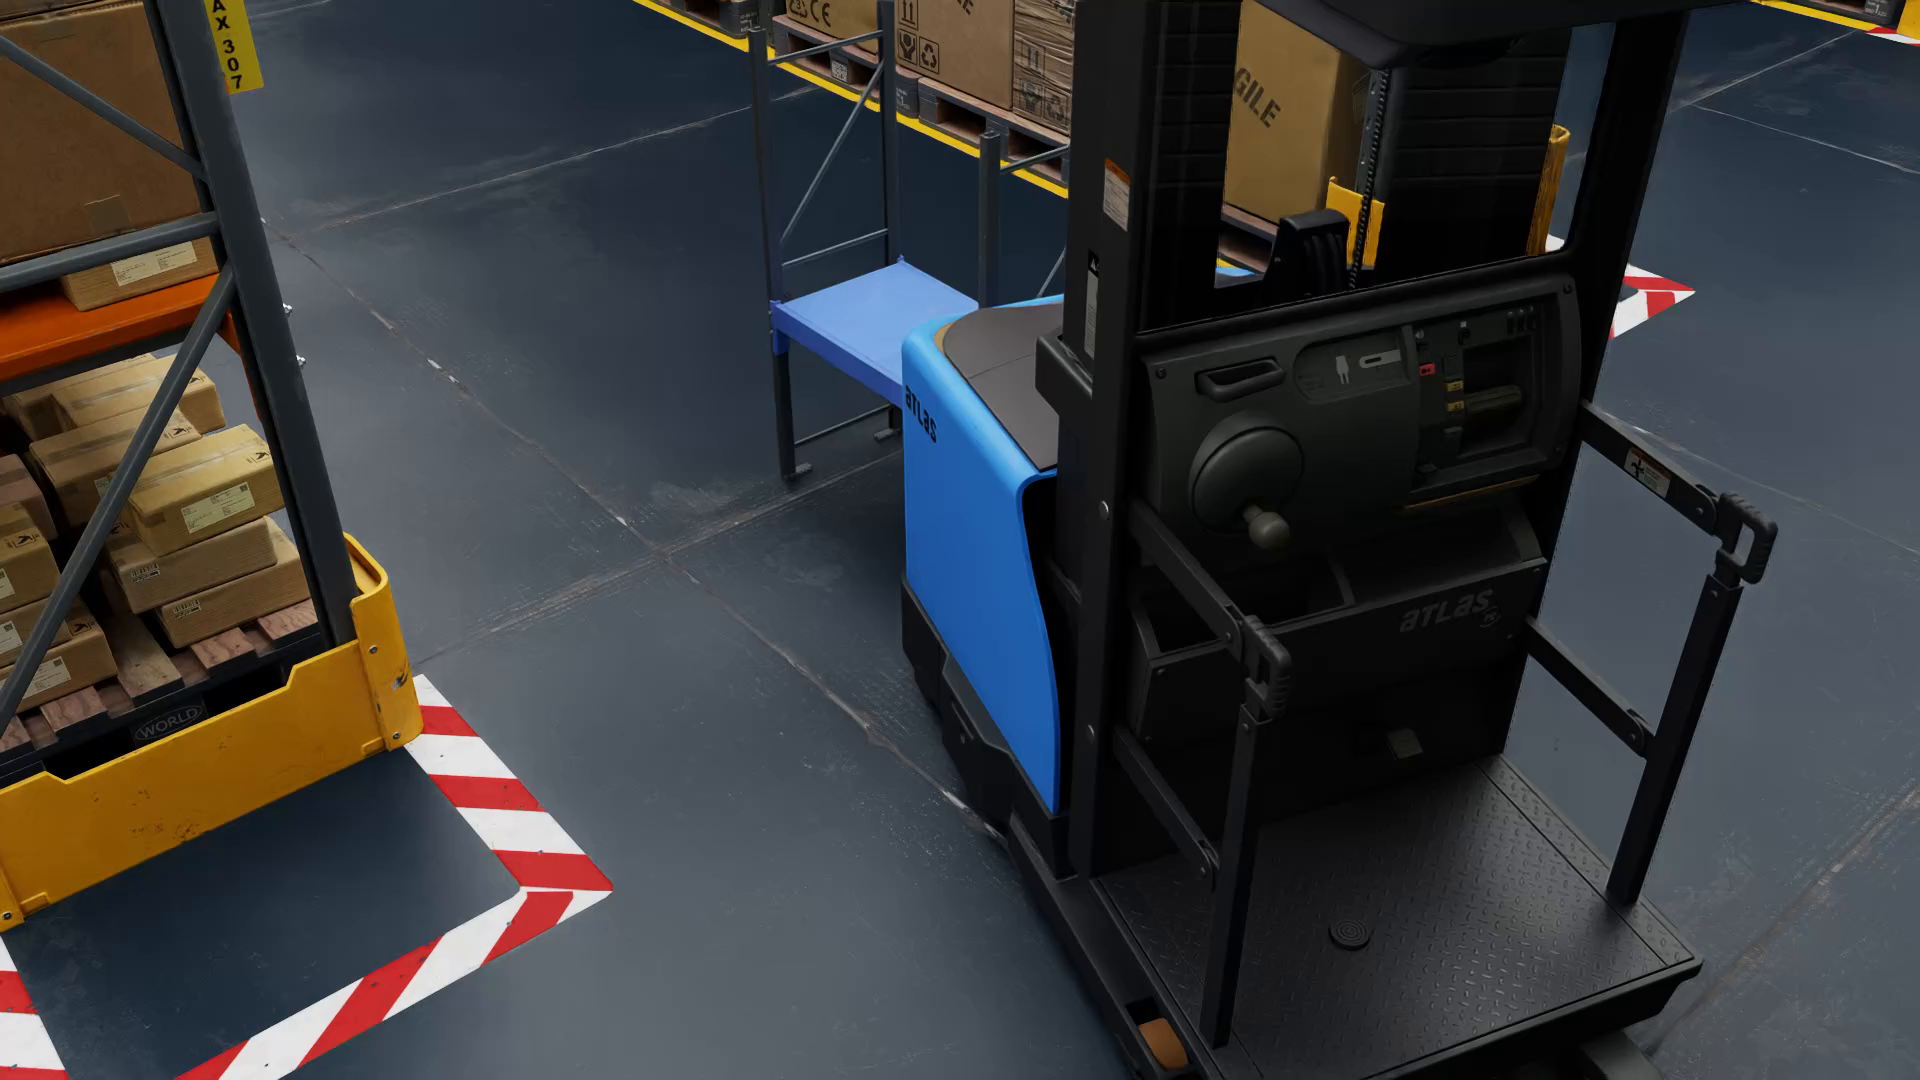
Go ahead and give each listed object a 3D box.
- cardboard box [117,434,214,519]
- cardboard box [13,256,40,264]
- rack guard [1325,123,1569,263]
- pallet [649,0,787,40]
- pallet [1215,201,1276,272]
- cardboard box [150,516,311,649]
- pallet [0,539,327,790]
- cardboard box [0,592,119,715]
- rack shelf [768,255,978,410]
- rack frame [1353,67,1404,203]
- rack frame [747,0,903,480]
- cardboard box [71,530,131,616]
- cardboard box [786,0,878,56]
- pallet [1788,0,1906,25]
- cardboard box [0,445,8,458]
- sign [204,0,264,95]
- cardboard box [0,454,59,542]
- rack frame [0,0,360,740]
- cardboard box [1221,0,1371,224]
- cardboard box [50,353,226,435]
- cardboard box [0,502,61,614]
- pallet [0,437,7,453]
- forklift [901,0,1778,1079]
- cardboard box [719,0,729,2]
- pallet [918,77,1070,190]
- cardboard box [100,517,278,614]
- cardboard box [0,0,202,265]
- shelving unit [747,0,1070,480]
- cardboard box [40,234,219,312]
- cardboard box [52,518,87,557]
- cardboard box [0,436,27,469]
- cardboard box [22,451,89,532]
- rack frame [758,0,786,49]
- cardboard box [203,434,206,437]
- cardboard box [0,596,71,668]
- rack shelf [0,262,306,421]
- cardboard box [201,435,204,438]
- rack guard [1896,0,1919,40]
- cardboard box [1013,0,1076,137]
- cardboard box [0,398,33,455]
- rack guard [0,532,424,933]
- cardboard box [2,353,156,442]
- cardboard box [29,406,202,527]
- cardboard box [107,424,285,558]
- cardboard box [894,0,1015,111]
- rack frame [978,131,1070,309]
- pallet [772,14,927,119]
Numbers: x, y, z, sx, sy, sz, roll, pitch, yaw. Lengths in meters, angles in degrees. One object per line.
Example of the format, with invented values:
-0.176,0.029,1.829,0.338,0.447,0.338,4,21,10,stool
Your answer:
-2.217,-0.127,4.679,0.380,0.149,0.250,-26,43,-32,cardboard box
-2.096,-0.788,3.985,0.380,0.149,0.250,-24,42,-30,cardboard box
1.929,-1.303,6.657,1.175,0.500,0.348,-26,43,-32,rack guard
-1.224,-3.274,9.691,1.003,0.211,1.213,-26,43,-32,pallet
1.337,-1.519,7.213,1.003,0.211,1.213,-26,43,-32,pallet
-2.035,0.113,4.598,0.380,0.149,0.250,-25,42,-31,cardboard box
-2.487,0.204,4.779,1.003,0.211,1.213,-26,43,-32,pallet
-2.440,0.309,4.322,0.380,0.149,0.250,-25,42,-31,cardboard box
-0.074,-0.538,5.024,0.538,0.185,1.000,-25,43,-31,rack shelf
1.913,-2.334,5.950,1.000,3.000,0.127,-26,43,-32,rack frame
-0.397,-0.912,5.240,0.500,1.500,0.032,-25,43,-31,rack frame
-2.266,0.028,4.718,0.380,0.149,0.250,-26,43,-32,cardboard box
-0.303,-3.083,8.482,0.875,0.875,0.875,-26,43,-32,cardboard box
5.194,-3.422,9.899,1.003,0.211,1.213,-26,43,-32,pallet
-2.931,-0.170,4.741,0.380,0.149,0.250,-27,43,-32,cardboard box
-1.527,-1.084,3.436,0.100,0.325,0.005,-26,43,-32,sign
-2.595,-0.051,4.315,0.380,0.149,0.250,-25,42,-31,cardboard box
-1.941,-0.528,3.401,1.000,3.000,0.127,-26,43,-32,rack frame
1.439,-1.891,6.799,0.875,0.875,0.875,-26,43,-32,cardboard box
-2.354,-0.373,4.770,0.380,0.149,0.250,-26,43,-32,cardboard box
-2.476,0.082,4.128,0.380,0.149,0.250,-25,43,-31,cardboard box
-3.270,-0.334,5.539,1.003,0.211,1.213,-26,43,-32,pallet
0.855,-0.178,2.966,1.130,2.935,3.031,-13,37,-18,forklift
-1.096,-3.679,9.324,1.225,0.875,0.875,-26,43,-32,cardboard box
0.554,-2.058,7.973,1.003,0.211,1.213,-26,43,-32,pallet
-2.083,0.015,4.479,0.380,0.149,0.250,-24,42,-30,cardboard box
-2.020,-0.992,3.711,0.500,0.500,0.500,-24,42,-30,cardboard box
-0.074,-0.685,4.920,0.538,1.500,1.048,-25,43,-31,shelving unit
-1.900,-0.691,3.848,0.380,0.149,0.250,-26,43,-32,cardboard box
-2.432,-0.079,4.870,0.380,0.149,0.250,-26,43,-31,cardboard box
-2.750,-0.310,5.196,0.380,0.149,0.250,-26,43,-32,cardboard box
-2.442,-0.202,4.785,0.380,0.149,0.250,-25,43,-31,cardboard box
-0.668,-4.100,8.443,1.000,3.000,0.127,-26,43,-32,rack frame
-2.513,-0.233,5.087,0.380,0.149,0.250,-25,43,-31,cardboard box
-2.500,0.216,4.196,0.380,0.149,0.250,-27,44,-33,cardboard box
-3.232,-1.118,4.855,1.077,0.370,4.000,-26,43,-32,rack shelf
-2.525,-0.355,5.003,0.380,0.149,0.250,-25,42,-30,cardboard box
5.722,-3.155,9.272,1.175,0.500,0.348,-26,43,-32,rack guard
0.852,-2.292,7.367,0.875,0.875,0.875,-26,43,-32,cardboard box
-2.769,-0.437,5.118,0.380,0.149,0.250,-28,44,-34,cardboard box
-1.990,0.458,4.170,1.175,0.500,0.348,-26,43,-32,rack guard
-2.577,-0.452,4.881,0.380,0.149,0.250,-28,44,-34,cardboard box
-2.289,-0.214,4.545,0.380,0.149,0.250,-25,42,-31,cardboard box
-2.020,-0.137,4.437,0.380,0.149,0.250,-28,44,-34,cardboard box
0.277,-2.685,7.921,0.875,0.875,0.875,-26,43,-32,cardboard box
0.250,-0.459,4.600,0.500,1.500,0.032,-25,43,-31,rack frame
-0.237,-2.597,8.734,1.003,0.211,1.213,-26,43,-32,pallet
